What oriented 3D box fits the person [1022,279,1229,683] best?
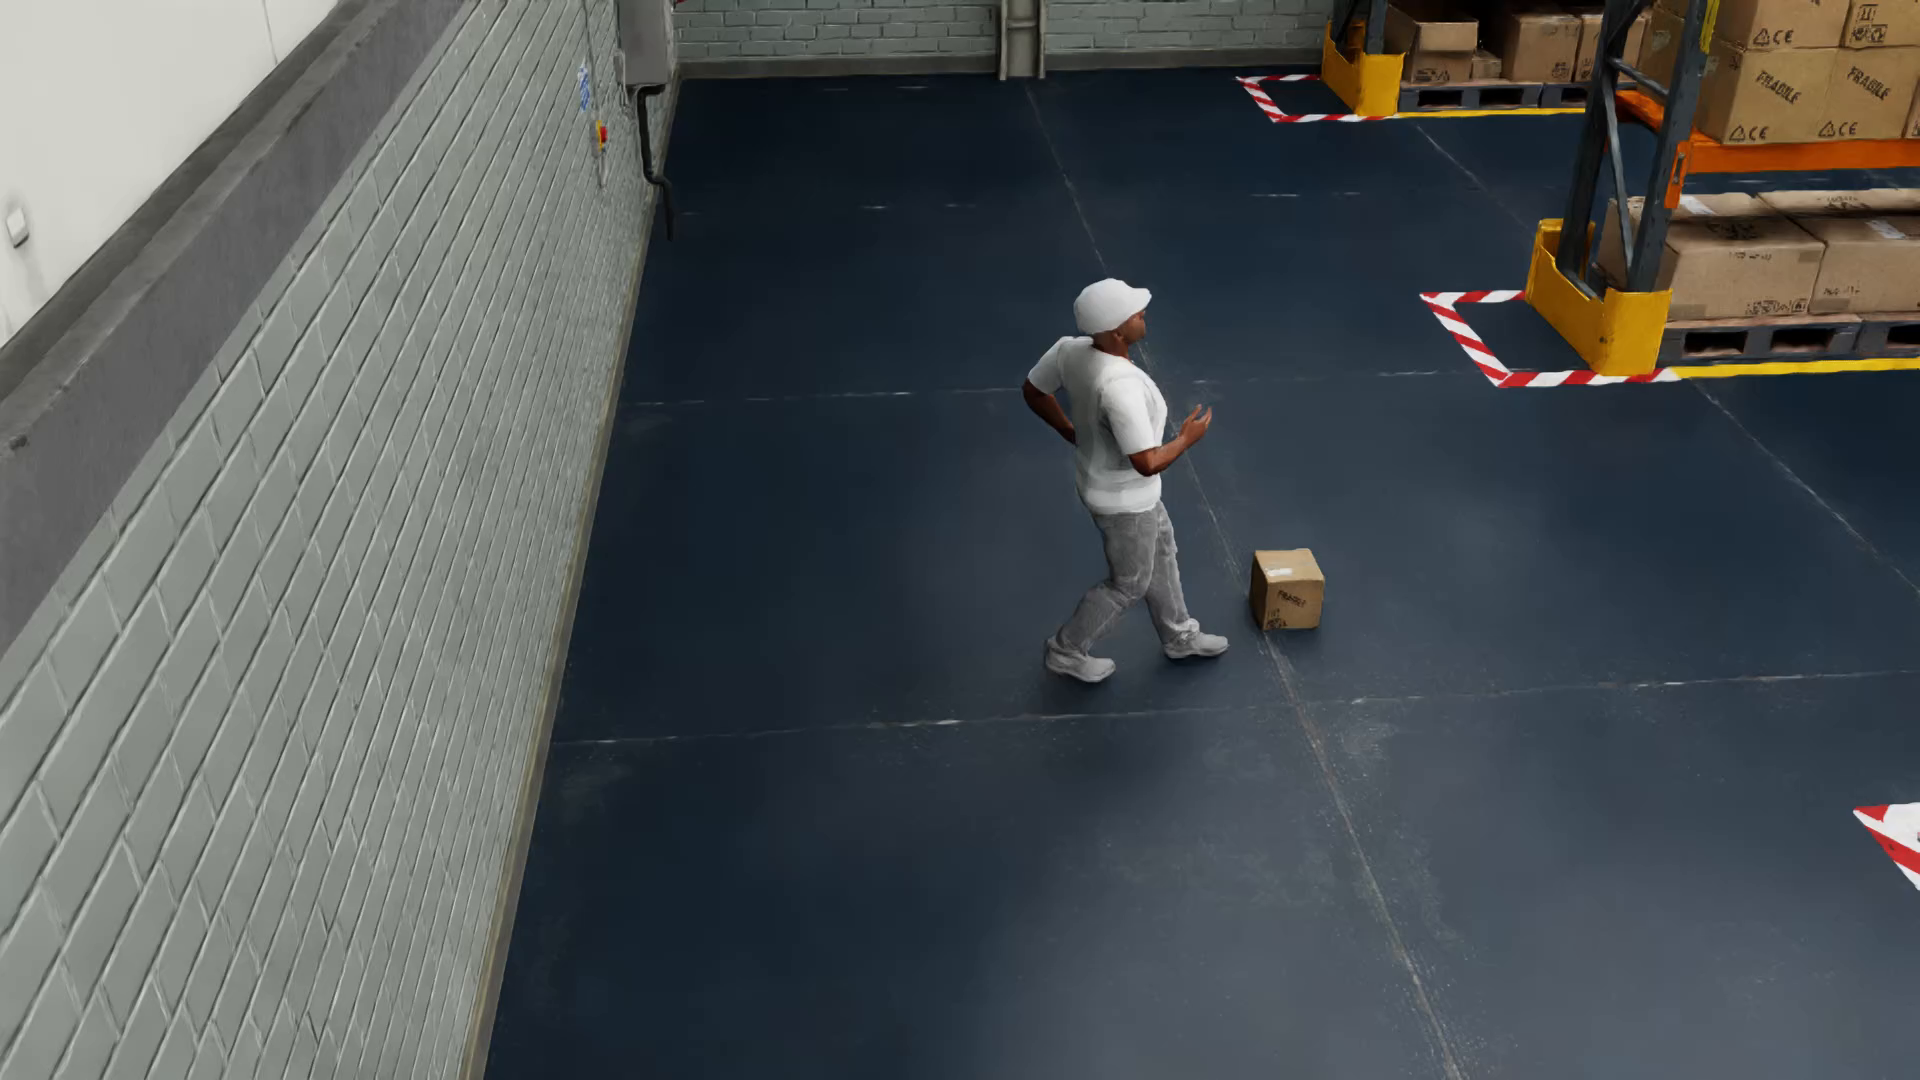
[{"bbox_3d":[0.716,-0.206,6.457,0.879,1.738,0.651,-4,31,-6],"label":"person"}]
